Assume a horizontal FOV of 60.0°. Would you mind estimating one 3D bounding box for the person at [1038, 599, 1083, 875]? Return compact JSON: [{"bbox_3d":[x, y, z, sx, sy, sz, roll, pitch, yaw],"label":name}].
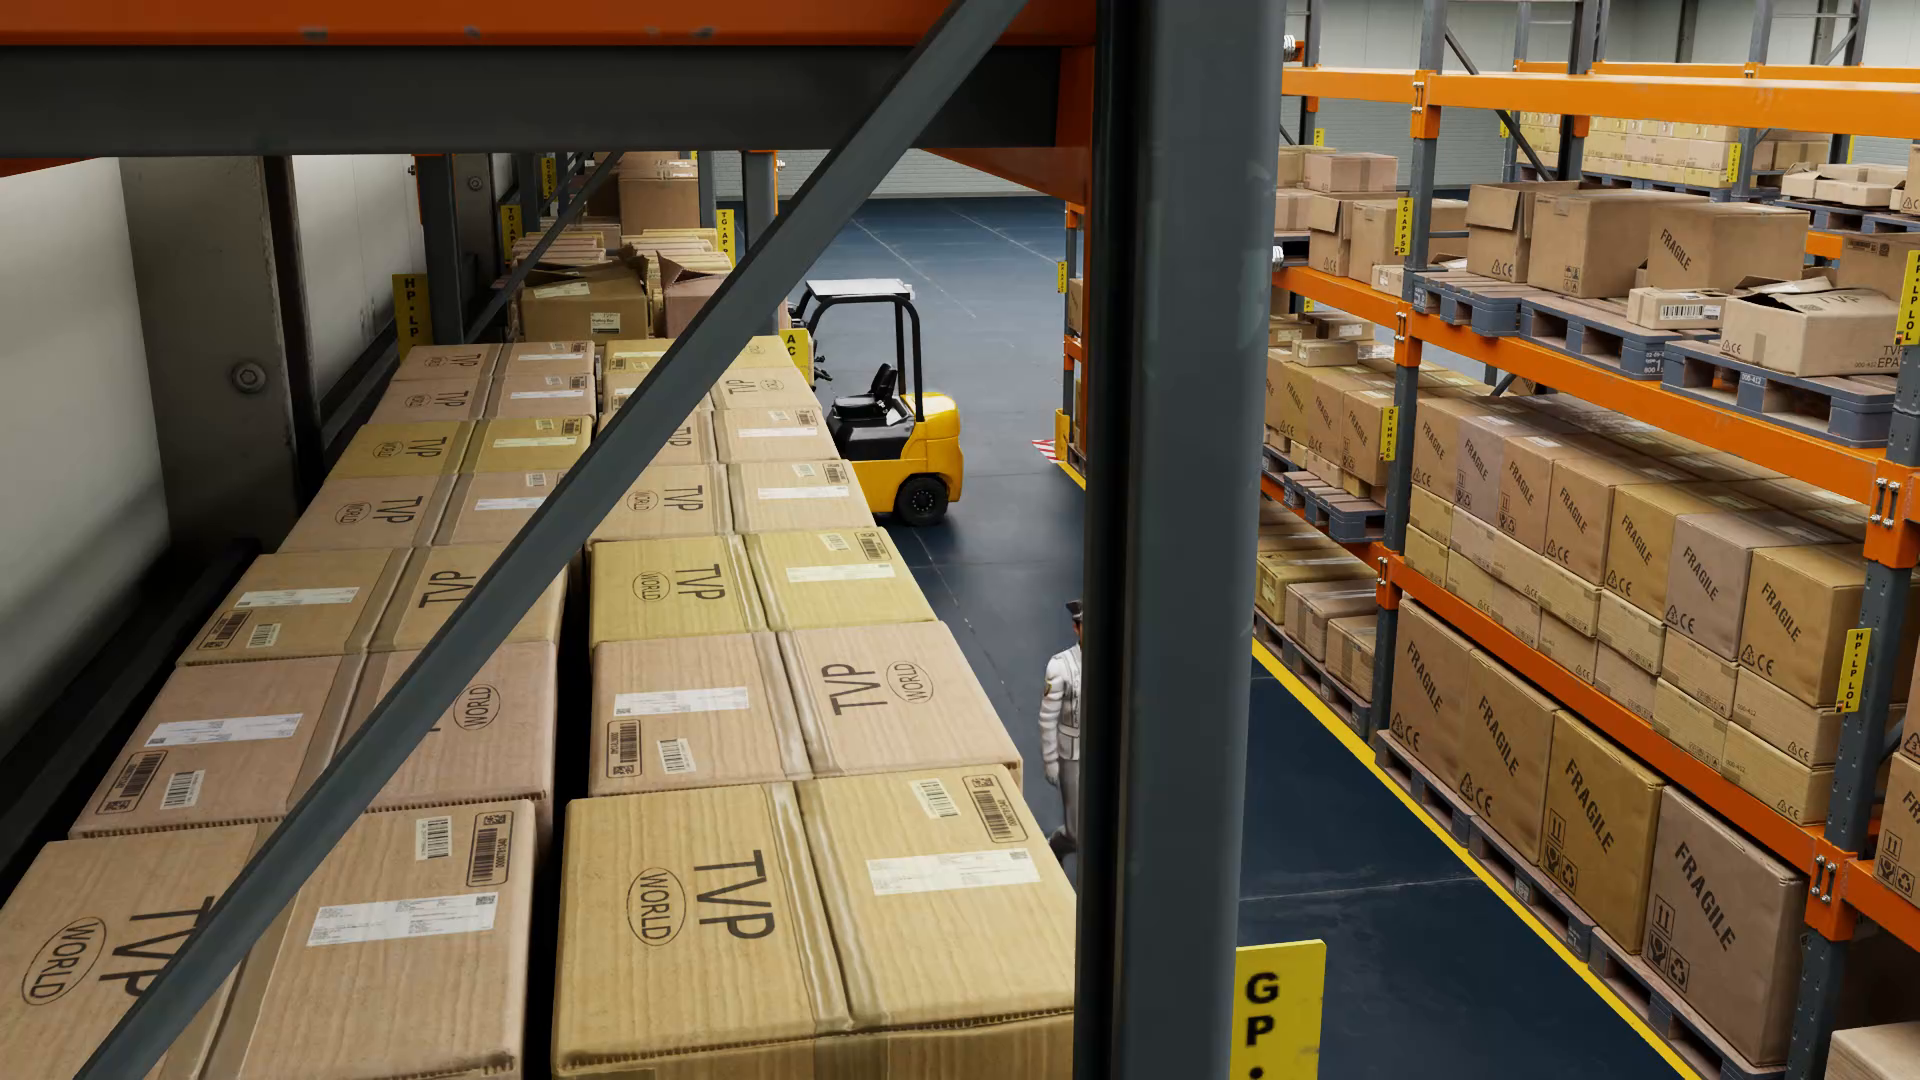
[{"bbox_3d":[0.632,1.064,8.310,0.482,1.679,0.476,-7,18,-23],"label":"person"}]
